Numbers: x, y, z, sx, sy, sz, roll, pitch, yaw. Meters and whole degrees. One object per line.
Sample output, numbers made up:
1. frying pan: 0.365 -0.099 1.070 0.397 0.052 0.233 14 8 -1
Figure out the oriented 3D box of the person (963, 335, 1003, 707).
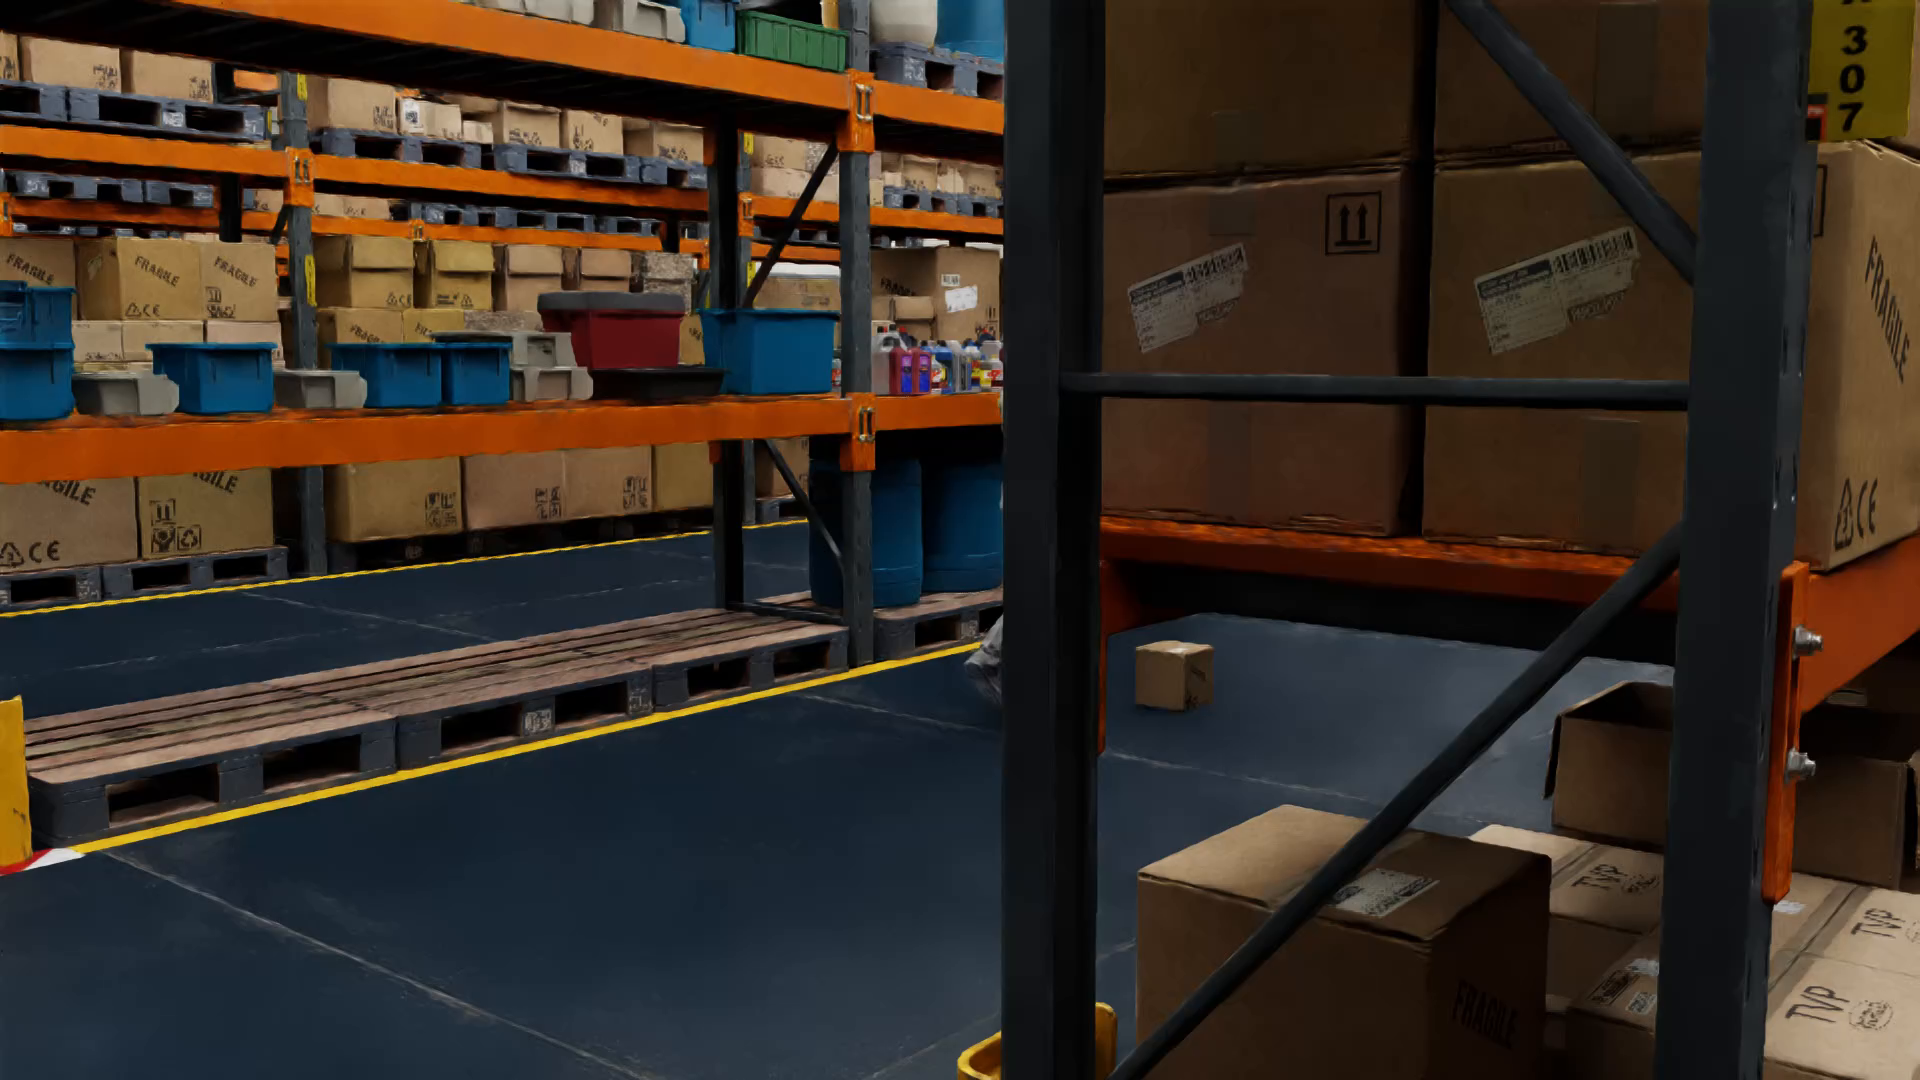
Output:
1. person: 0.351 -0.076 6.863 0.615 1.654 0.501 -3 7 -25
